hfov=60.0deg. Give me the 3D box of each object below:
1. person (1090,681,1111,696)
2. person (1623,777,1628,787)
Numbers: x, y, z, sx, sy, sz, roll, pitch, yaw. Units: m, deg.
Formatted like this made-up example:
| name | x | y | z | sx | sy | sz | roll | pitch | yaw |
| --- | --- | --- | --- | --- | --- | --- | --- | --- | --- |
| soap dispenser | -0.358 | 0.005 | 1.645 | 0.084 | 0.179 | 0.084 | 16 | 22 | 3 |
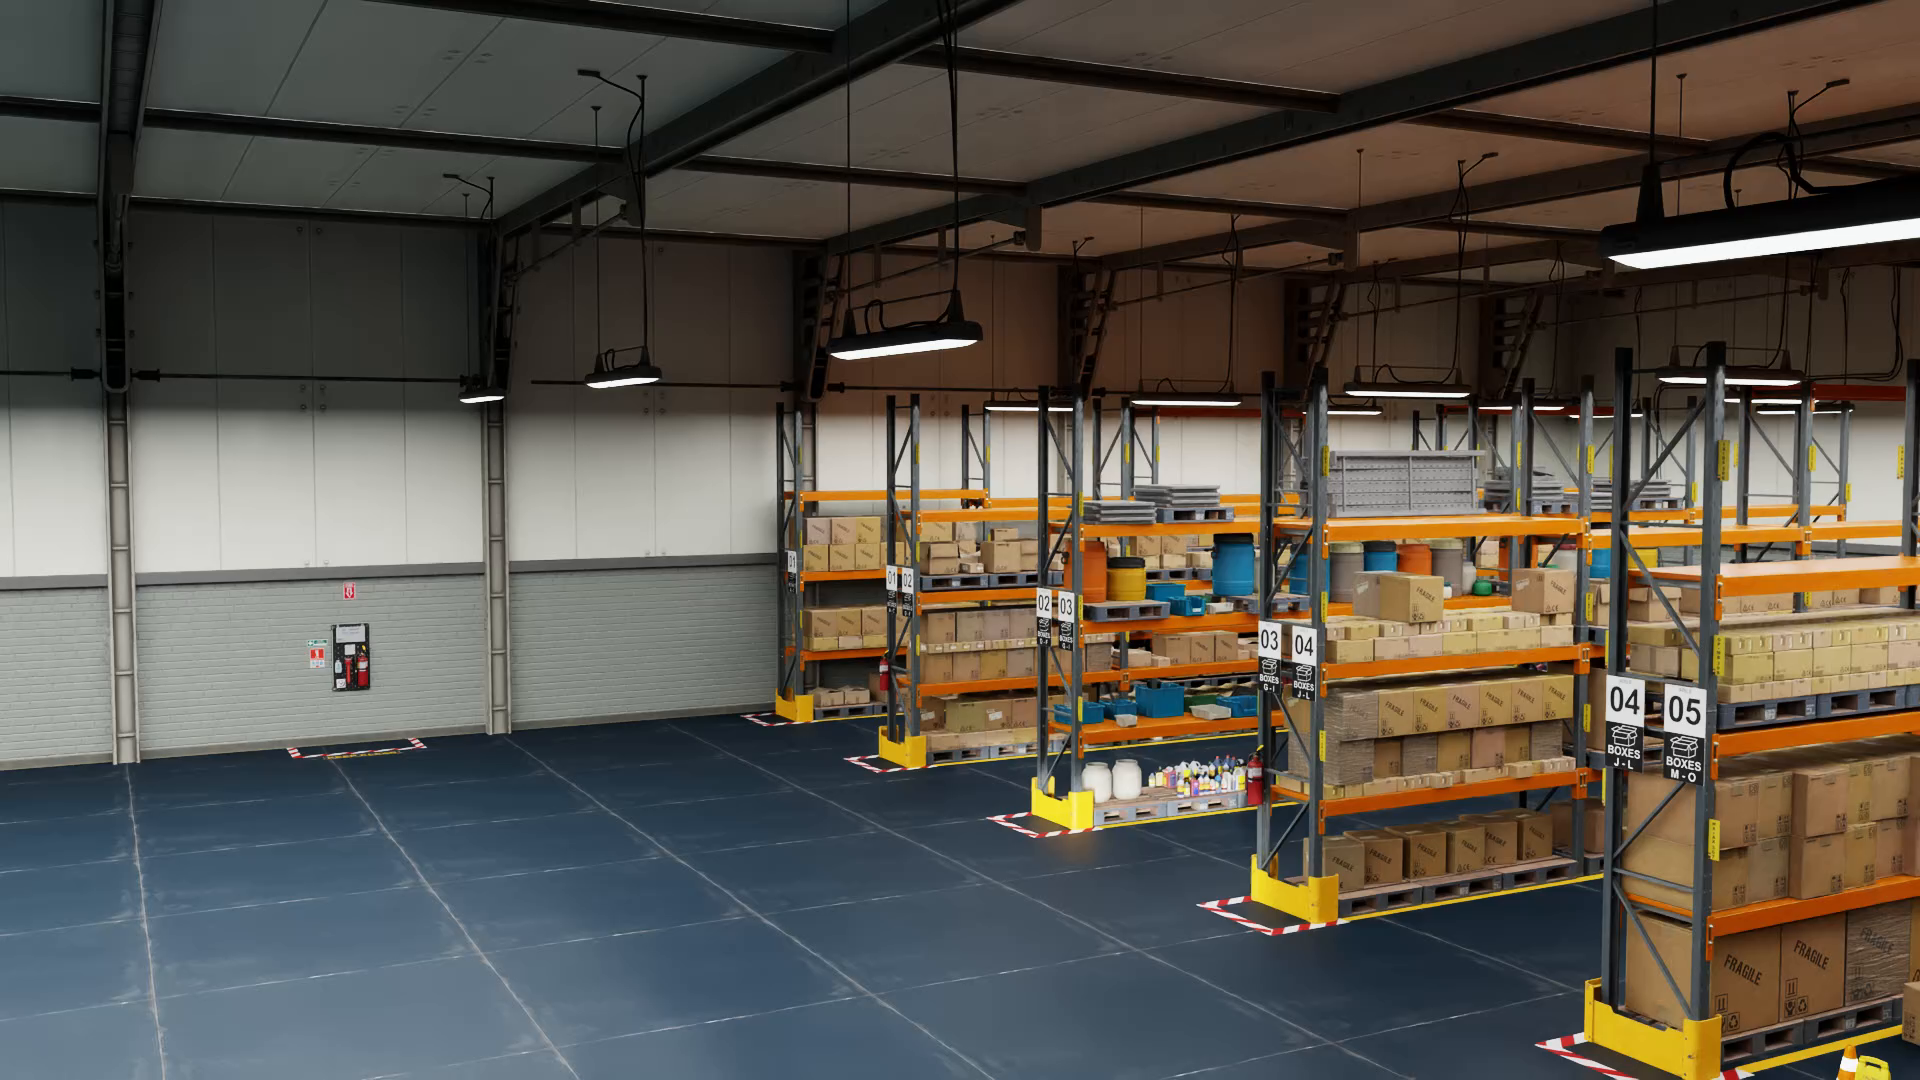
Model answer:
| name | x | y | z | sx | sy | sz | roll | pitch | yaw |
| --- | --- | --- | --- | --- | --- | --- | --- | --- | --- |
| person | 2.756 | 2.542 | 31.520 | 0.863 | 1.647 | 0.454 | -2 | 4 | -30 |
| person | 9.693 | 3.015 | 24.071 | 0.670 | 1.580 | 0.631 | -1 | 3 | -19 |
